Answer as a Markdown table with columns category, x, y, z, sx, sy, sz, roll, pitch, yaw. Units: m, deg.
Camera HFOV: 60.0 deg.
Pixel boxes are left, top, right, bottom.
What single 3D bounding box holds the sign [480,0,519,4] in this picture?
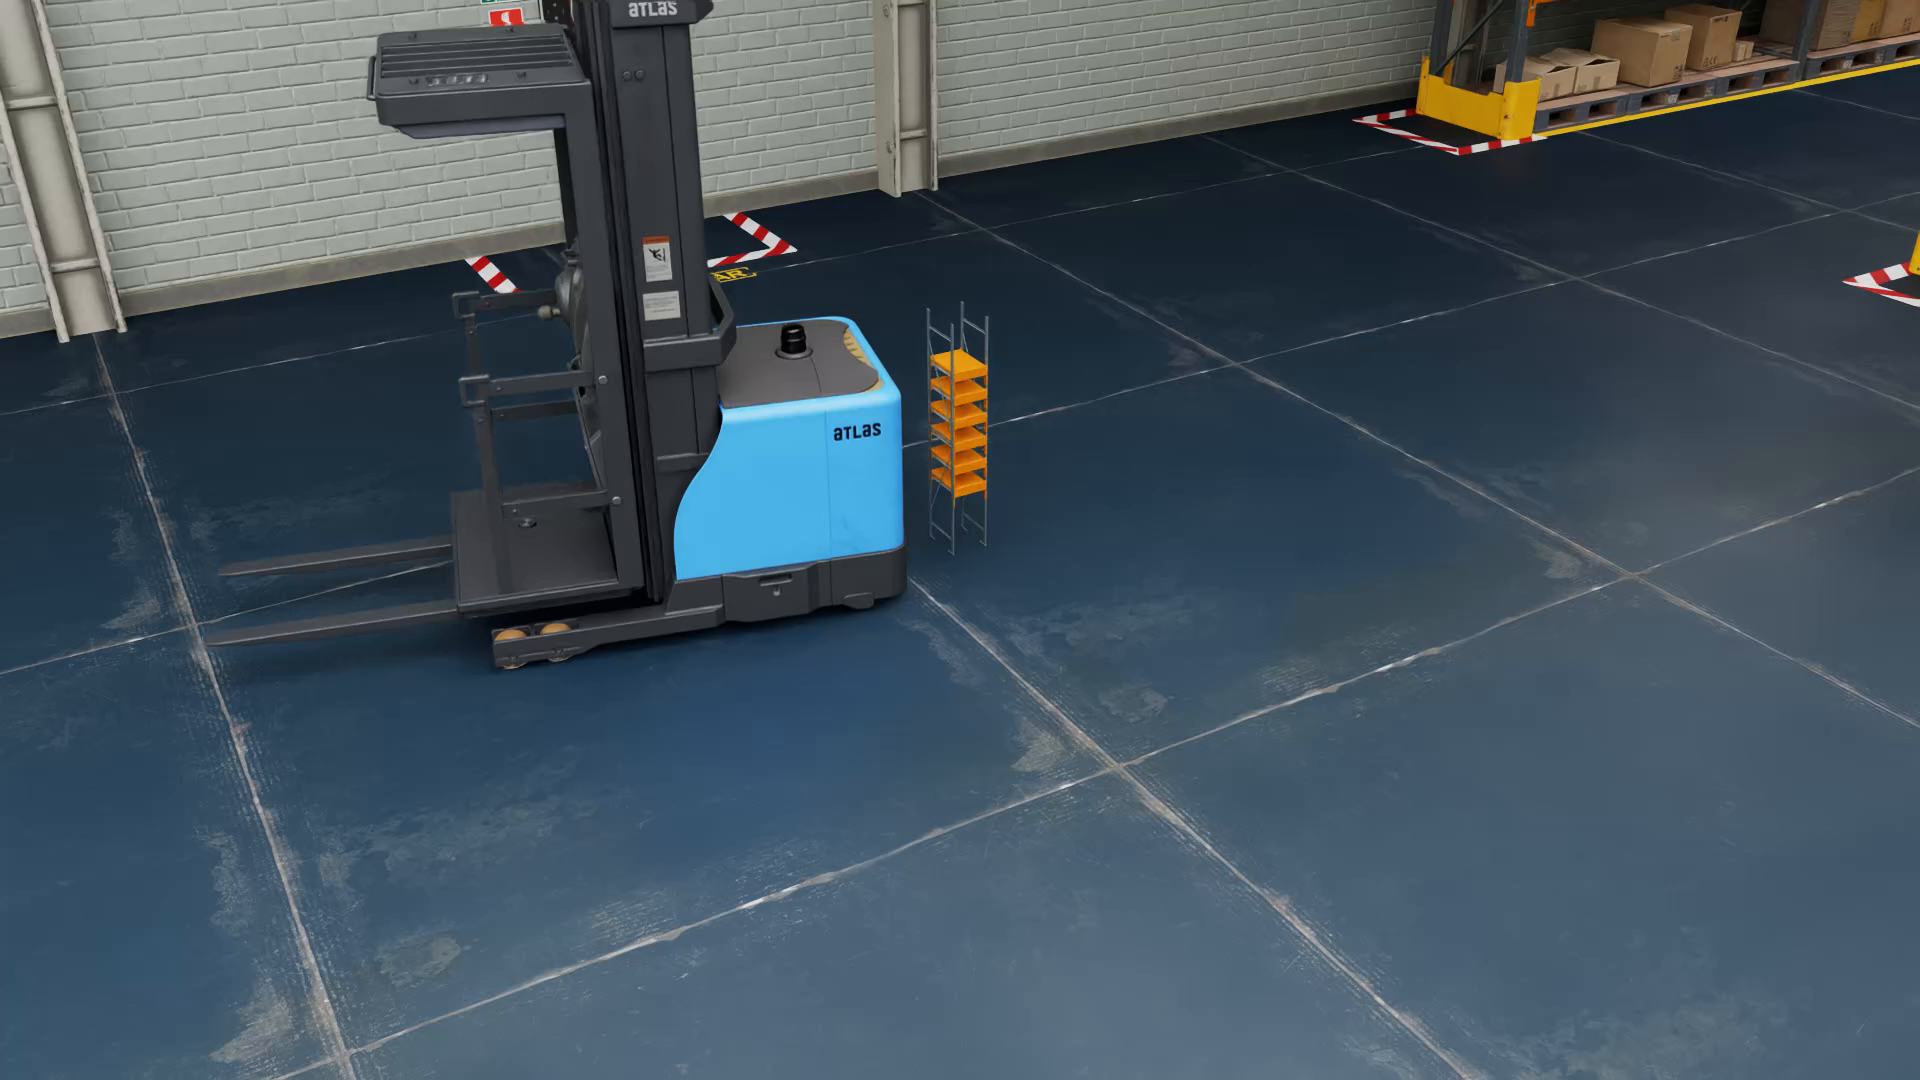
| category | x | y | z | sx | sy | sz | roll | pitch | yaw |
| --- | --- | --- | --- | --- | --- | --- | --- | --- | --- |
| sign | -3.091 | -3.703 | 11.270 | 0.331 | 0.109 | 0.001 | -16 | 33 | -26 |

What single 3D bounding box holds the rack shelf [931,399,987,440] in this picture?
| category | x | y | z | sx | sy | sz | roll | pitch | yaw |
| --- | --- | --- | --- | --- | --- | --- | --- | --- | --- |
| rack shelf | -0.012 | -0.588 | 7.917 | 0.180 | 0.103 | 0.258 | -16 | 33 | -26 |

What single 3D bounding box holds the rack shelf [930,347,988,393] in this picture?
| category | x | y | z | sx | sy | sz | roll | pitch | yaw |
| --- | --- | --- | --- | --- | --- | --- | --- | --- | --- |
| rack shelf | -0.012 | -0.798 | 7.801 | 0.180 | 0.103 | 0.258 | -16 | 33 | -26 |

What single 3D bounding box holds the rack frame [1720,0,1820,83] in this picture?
| category | x | y | z | sx | sy | sz | roll | pitch | yaw |
| --- | --- | --- | --- | --- | --- | --- | --- | --- | --- |
| rack frame | 8.036 | -6.056 | 16.119 | 0.127 | 3.000 | 1.000 | -16 | 33 | -26 |

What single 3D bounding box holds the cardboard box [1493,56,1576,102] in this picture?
| category | x | y | z | sx | sy | sz | roll | pitch | yaw |
| --- | --- | --- | --- | --- | --- | --- | --- | --- | --- |
| cardboard box | 5.229 | -4.224 | 15.127 | 0.500 | 0.311 | 0.500 | -20 | 35 | -32 |

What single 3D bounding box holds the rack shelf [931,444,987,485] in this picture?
| category | x | y | z | sx | sy | sz | roll | pitch | yaw |
| --- | --- | --- | --- | --- | --- | --- | --- | --- | --- |
| rack shelf | -0.012 | -0.378 | 8.033 | 0.180 | 0.103 | 0.258 | -16 | 33 | -26 |

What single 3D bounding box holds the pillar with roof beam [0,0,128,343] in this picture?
| category | x | y | z | sx | sy | sz | roll | pitch | yaw |
| --- | --- | --- | --- | --- | --- | --- | --- | --- | --- |
| pillar with roof beam | -3.413 | -3.504 | 5.286 | 0.400 | 9.000 | 9.100 | -16 | 33 | -26 |

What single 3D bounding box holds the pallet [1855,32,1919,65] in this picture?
| category | x | y | z | sx | sy | sz | roll | pitch | yaw |
| --- | --- | --- | --- | --- | --- | --- | --- | --- | --- |
| pallet | 9.759 | -5.327 | 17.683 | 1.213 | 0.211 | 1.003 | -16 | 33 | -26 |

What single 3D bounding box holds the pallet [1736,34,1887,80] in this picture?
| category | x | y | z | sx | sy | sz | roll | pitch | yaw |
| --- | --- | --- | --- | --- | --- | --- | --- | --- | --- |
| pallet | 8.706 | -5.026 | 17.139 | 1.213 | 0.211 | 1.003 | -16 | 33 | -26 |

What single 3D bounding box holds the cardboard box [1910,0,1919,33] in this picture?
| category | x | y | z | sx | sy | sz | roll | pitch | yaw |
| --- | --- | --- | --- | --- | --- | --- | --- | --- | --- |
| cardboard box | 9.973 | -5.724 | 17.649 | 0.500 | 0.500 | 0.700 | -16 | 33 | -27 |

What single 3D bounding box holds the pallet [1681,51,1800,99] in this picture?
| category | x | y | z | sx | sy | sz | roll | pitch | yaw |
| --- | --- | --- | --- | --- | --- | --- | --- | --- | --- |
| pallet | 7.475 | -4.656 | 16.468 | 1.213 | 0.211 | 1.003 | -16 | 33 | -26 |

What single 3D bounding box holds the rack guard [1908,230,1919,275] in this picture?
| category | x | y | z | sx | sy | sz | roll | pitch | yaw |
| --- | --- | --- | --- | --- | --- | --- | --- | --- | --- |
| rack guard | 7.079 | -1.914 | 11.200 | 0.348 | 0.500 | 1.175 | -16 | 33 | -26 |

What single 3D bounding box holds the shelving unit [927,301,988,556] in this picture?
| category | x | y | z | sx | sy | sz | roll | pitch | yaw |
| --- | --- | --- | --- | --- | --- | --- | --- | --- | --- |
| shelving unit | -0.012 | -0.522 | 7.954 | 0.189 | 1.200 | 0.258 | -16 | 33 | -26 |

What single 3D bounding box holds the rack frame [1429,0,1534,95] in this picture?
| category | x | y | z | sx | sy | sz | roll | pitch | yaw |
| --- | --- | --- | --- | --- | --- | --- | --- | --- | --- |
| rack frame | 4.587 | -5.077 | 14.344 | 0.127 | 3.000 | 1.000 | -16 | 33 | -26 |

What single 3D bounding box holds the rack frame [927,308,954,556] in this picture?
| category | x | y | z | sx | sy | sz | roll | pitch | yaw |
| --- | --- | --- | --- | --- | --- | --- | --- | --- | --- |
| rack frame | -0.091 | -0.499 | 7.913 | 0.006 | 1.200 | 0.240 | -16 | 33 | -26 |

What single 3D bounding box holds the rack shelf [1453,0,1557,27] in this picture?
| category | x | y | z | sx | sy | sz | roll | pitch | yaw |
| --- | --- | --- | --- | --- | --- | --- | --- | --- | --- |
| rack shelf | 6.311 | -5.251 | 15.405 | 4.000 | 0.370 | 1.077 | -16 | 33 | -26 |

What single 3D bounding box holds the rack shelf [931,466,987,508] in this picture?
| category | x | y | z | sx | sy | sz | roll | pitch | yaw |
| --- | --- | --- | --- | --- | --- | --- | --- | --- | --- |
| rack shelf | -0.012 | -0.273 | 8.091 | 0.180 | 0.103 | 0.258 | -16 | 33 | -26 |

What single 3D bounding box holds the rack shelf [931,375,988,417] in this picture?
| category | x | y | z | sx | sy | sz | roll | pitch | yaw |
| --- | --- | --- | --- | --- | --- | --- | --- | --- | --- |
| rack shelf | -0.012 | -0.693 | 7.859 | 0.180 | 0.103 | 0.258 | -16 | 33 | -26 |

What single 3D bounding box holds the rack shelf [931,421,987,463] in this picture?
| category | x | y | z | sx | sy | sz | roll | pitch | yaw |
| --- | --- | --- | --- | --- | --- | --- | --- | --- | --- |
| rack shelf | -0.012 | -0.483 | 7.975 | 0.180 | 0.103 | 0.258 | -16 | 33 | -26 |

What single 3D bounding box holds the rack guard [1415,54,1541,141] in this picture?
| category | x | y | z | sx | sy | sz | roll | pitch | yaw |
| --- | --- | --- | --- | --- | --- | --- | --- | --- | --- |
| rack guard | 4.652 | -4.001 | 14.982 | 0.348 | 0.500 | 1.175 | -16 | 33 | -26 |

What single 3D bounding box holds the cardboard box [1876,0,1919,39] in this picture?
| category | x | y | z | sx | sy | sz | roll | pitch | yaw |
| --- | --- | --- | --- | --- | --- | --- | --- | --- | --- |
| cardboard box | 9.542 | -5.596 | 17.418 | 0.500 | 0.500 | 0.700 | -15 | 32 | -26 |

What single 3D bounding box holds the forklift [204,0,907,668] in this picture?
| category | x | y | z | sx | sy | sz | roll | pitch | yaw |
| --- | --- | --- | --- | --- | --- | --- | --- | --- | --- |
| forklift | -1.819 | -1.009 | 7.046 | 3.031 | 2.935 | 1.130 | -8 | 30 | -14 |

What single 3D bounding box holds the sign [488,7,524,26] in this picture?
| category | x | y | z | sx | sy | sz | roll | pitch | yaw |
| --- | --- | --- | --- | --- | --- | --- | --- | --- | --- |
| sign | -3.100 | -3.474 | 11.403 | 0.234 | 0.329 | 0.001 | -16 | 33 | -26 |

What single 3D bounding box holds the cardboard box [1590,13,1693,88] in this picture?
| category | x | y | z | sx | sy | sz | roll | pitch | yaw |
| --- | --- | --- | --- | --- | --- | --- | --- | --- | --- |
| cardboard box | 6.378 | -4.605 | 15.621 | 0.500 | 0.500 | 0.700 | -18 | 34 | -29 |

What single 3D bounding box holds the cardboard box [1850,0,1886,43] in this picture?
| category | x | y | z | sx | sy | sz | roll | pitch | yaw |
| --- | --- | --- | --- | --- | --- | --- | --- | --- | --- |
| cardboard box | 9.082 | -5.488 | 17.222 | 0.500 | 0.500 | 0.700 | -17 | 33 | -27 |

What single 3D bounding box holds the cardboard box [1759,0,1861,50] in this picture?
| category | x | y | z | sx | sy | sz | roll | pitch | yaw |
| --- | --- | --- | --- | --- | --- | --- | --- | --- | --- |
| cardboard box | 8.662 | -5.341 | 16.955 | 0.500 | 0.500 | 0.700 | -15 | 32 | -25 |

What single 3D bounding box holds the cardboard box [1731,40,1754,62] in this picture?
| category | x | y | z | sx | sy | sz | roll | pitch | yaw |
| --- | --- | --- | --- | --- | --- | --- | --- | --- | --- |
| cardboard box | 7.590 | -4.864 | 16.437 | 0.250 | 0.166 | 0.380 | -21 | 35 | -33 |

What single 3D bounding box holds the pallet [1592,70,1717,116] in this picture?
| category | x | y | z | sx | sy | sz | roll | pitch | yaw |
| --- | --- | --- | --- | --- | --- | --- | --- | --- | --- |
| pallet | 6.421 | -4.355 | 15.923 | 1.213 | 0.211 | 1.003 | -16 | 33 | -26 |

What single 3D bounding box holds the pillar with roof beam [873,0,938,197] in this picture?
| category | x | y | z | sx | sy | sz | roll | pitch | yaw |
| --- | --- | --- | --- | --- | --- | --- | --- | --- | --- |
| pillar with roof beam | 1.760 | -4.973 | 7.947 | 0.400 | 9.000 | 9.100 | -16 | 33 | -26 |

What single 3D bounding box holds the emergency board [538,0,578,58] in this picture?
| category | x | y | z | sx | sy | sz | roll | pitch | yaw |
| --- | --- | --- | --- | --- | --- | --- | --- | --- | --- |
| emergency board | -2.571 | -3.551 | 11.579 | 0.643 | 1.169 | 0.194 | -16 | 33 | -26 |

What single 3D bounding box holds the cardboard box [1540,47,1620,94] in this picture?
| category | x | y | z | sx | sy | sz | roll | pitch | yaw |
| --- | --- | --- | --- | --- | --- | --- | --- | --- | --- |
| cardboard box | 5.721 | -4.363 | 15.380 | 0.500 | 0.311 | 0.500 | -13 | 31 | -22 |

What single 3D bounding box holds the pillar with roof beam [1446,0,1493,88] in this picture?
| category | x | y | z | sx | sy | sz | roll | pitch | yaw |
| --- | --- | --- | --- | --- | --- | --- | --- | --- | --- |
| pillar with roof beam | 6.933 | -6.441 | 10.609 | 0.400 | 9.000 | 9.100 | -16 | 33 | -26 |

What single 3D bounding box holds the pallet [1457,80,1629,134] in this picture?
| category | x | y | z | sx | sy | sz | roll | pitch | yaw |
| --- | --- | --- | --- | --- | --- | --- | --- | --- | --- |
| pallet | 5.371 | -4.058 | 15.385 | 1.213 | 0.211 | 1.003 | -16 | 33 | -26 |

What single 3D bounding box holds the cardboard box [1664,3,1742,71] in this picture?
| category | x | y | z | sx | sy | sz | roll | pitch | yaw |
| --- | --- | --- | --- | --- | --- | --- | --- | --- | --- |
| cardboard box | 7.161 | -4.883 | 16.126 | 0.500 | 0.500 | 0.500 | -19 | 34 | -30 |

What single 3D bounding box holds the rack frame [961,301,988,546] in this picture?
| category | x | y | z | sx | sy | sz | roll | pitch | yaw |
| --- | --- | --- | --- | --- | --- | --- | --- | --- | --- |
| rack frame | 0.066 | -0.544 | 7.994 | 0.006 | 1.200 | 0.240 | -16 | 33 | -26 |
